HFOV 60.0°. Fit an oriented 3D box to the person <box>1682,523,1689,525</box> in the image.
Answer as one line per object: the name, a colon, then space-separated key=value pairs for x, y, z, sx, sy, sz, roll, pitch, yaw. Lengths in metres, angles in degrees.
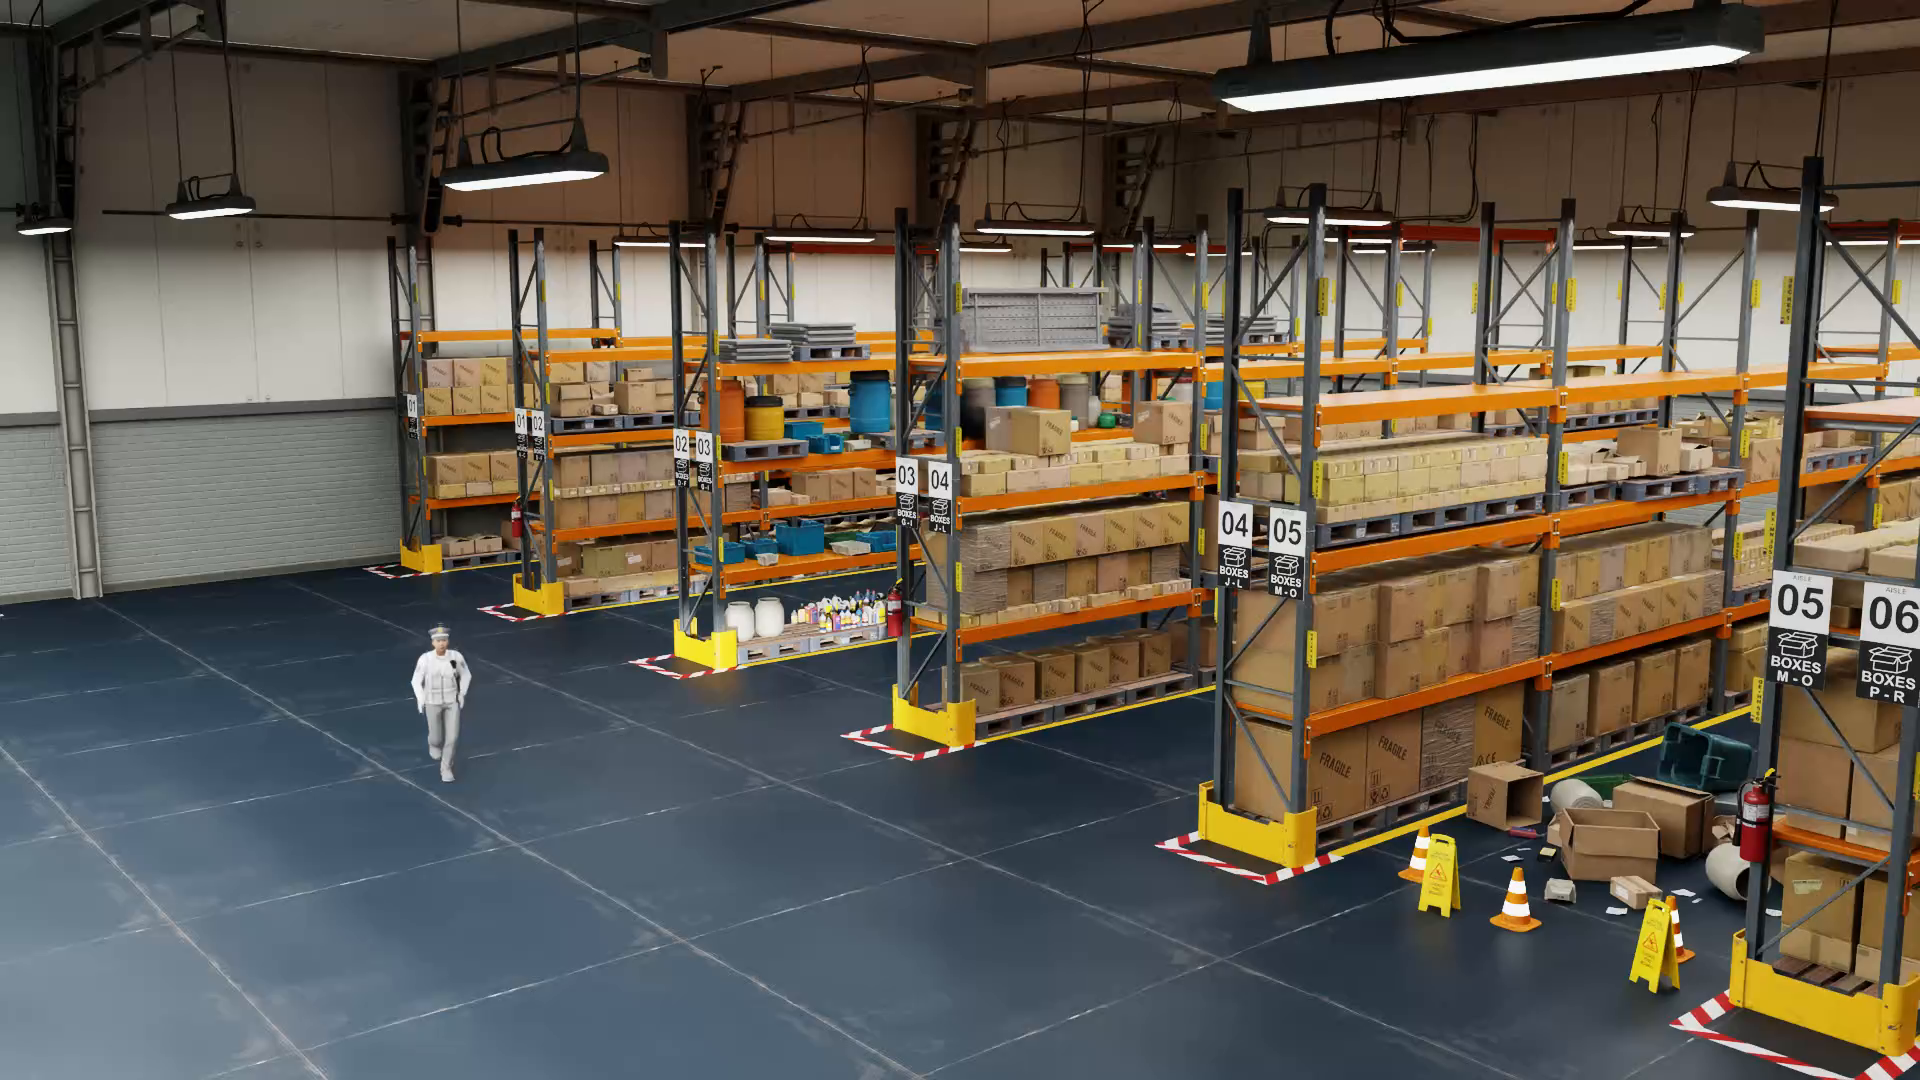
person: x=10.333 y=0.637 z=23.888 sx=0.669 sy=1.774 sz=0.645 roll=-7 pitch=11 yaw=-39

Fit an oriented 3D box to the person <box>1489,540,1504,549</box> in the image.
person: x=7.426 y=0.810 z=23.085 sx=0.662 sy=1.707 sz=0.775 roll=6 pitch=11 yaw=36

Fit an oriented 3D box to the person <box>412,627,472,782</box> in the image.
person: x=-5.449 y=1.693 z=17.518 sx=0.603 sy=1.636 sz=0.591 roll=-4 pitch=9 yaw=-22
